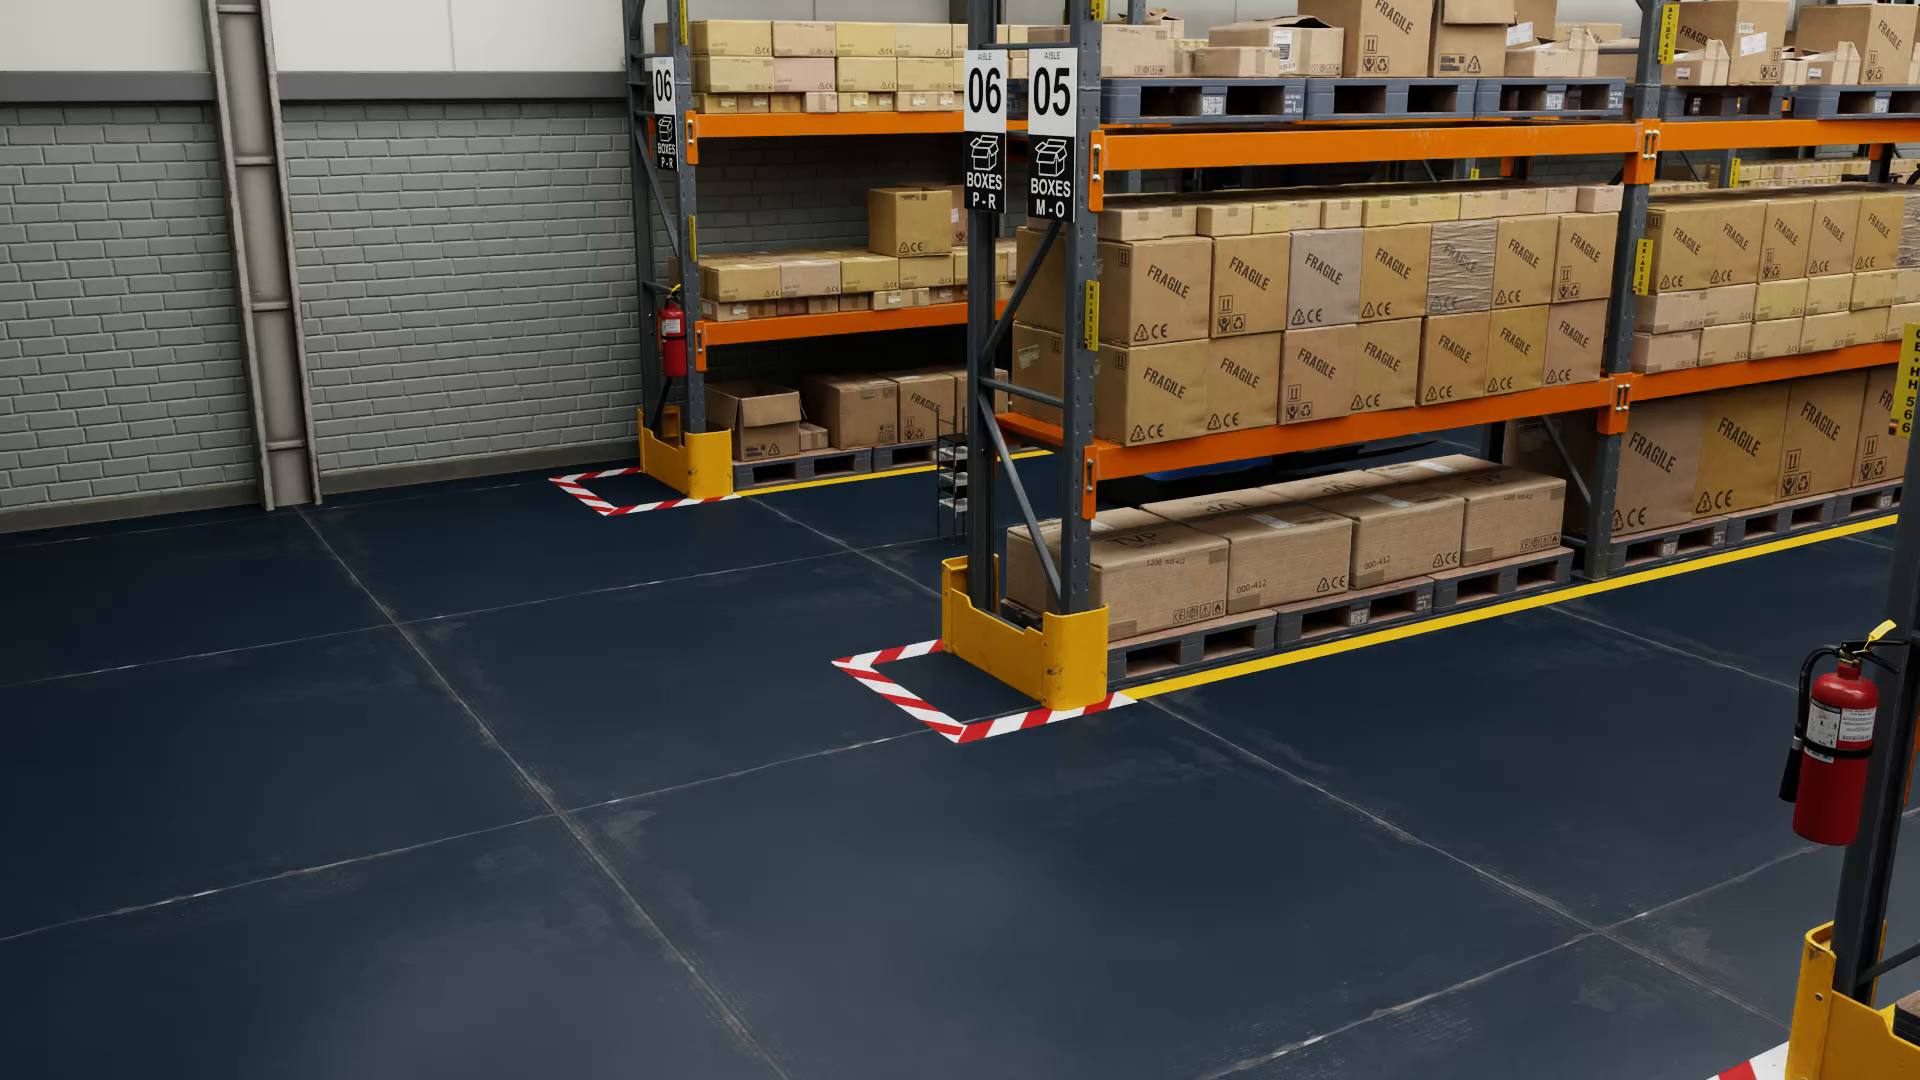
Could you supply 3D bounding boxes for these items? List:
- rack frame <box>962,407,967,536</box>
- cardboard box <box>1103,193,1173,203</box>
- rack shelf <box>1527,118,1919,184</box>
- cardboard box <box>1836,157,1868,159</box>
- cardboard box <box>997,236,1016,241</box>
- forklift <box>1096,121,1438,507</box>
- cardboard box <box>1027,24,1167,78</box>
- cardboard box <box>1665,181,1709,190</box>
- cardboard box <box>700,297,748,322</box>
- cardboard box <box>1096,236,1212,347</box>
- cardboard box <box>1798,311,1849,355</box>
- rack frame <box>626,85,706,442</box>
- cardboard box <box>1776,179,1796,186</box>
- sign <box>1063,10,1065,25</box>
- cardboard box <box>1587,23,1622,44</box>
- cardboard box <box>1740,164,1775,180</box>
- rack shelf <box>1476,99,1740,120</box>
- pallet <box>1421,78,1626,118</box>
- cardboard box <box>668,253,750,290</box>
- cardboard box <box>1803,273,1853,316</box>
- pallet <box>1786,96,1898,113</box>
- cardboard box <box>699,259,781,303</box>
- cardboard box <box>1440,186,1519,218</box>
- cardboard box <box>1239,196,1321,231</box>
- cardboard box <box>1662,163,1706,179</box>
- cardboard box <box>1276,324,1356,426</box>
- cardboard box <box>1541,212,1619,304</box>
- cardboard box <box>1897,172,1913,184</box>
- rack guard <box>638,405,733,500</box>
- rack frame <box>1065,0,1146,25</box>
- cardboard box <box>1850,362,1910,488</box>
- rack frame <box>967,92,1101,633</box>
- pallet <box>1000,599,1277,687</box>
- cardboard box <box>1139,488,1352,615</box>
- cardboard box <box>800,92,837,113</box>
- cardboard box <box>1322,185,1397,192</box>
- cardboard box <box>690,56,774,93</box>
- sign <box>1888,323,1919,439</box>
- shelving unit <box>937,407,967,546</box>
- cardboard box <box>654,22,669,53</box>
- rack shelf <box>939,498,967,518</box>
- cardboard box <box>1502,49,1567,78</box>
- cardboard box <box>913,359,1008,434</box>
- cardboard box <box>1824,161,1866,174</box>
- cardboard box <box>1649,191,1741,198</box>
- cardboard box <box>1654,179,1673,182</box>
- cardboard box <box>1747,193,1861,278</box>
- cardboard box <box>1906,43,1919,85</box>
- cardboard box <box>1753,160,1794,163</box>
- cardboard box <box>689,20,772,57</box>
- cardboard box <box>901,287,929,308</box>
[{"bbox_3d":[0.080,-0.446,11.335,0.006,0.900,0.240,-9,18,-30],"label":"rack frame"},{"bbox_3d":[0.933,-1.775,8.944,0.250,0.149,0.380,-9,18,-30],"label":"cardboard box"},{"bbox_3d":[5.488,-2.672,11.161,4.000,0.370,1.077,-9,18,-30],"label":"rack shelf"},{"bbox_3d":[10.843,-4.596,20.311,0.250,0.149,0.380,-9,18,-28],"label":"cardboard box"},{"bbox_3d":[0.651,-2.509,14.530,0.500,0.250,0.500,-9,18,-30],"label":"cardboard box"},{"bbox_3d":[2.412,-1.861,12.617,3.031,2.935,1.130,-10,18,-31],"label":"forklift"},{"bbox_3d":[0.685,-2.446,8.336,0.500,0.250,0.500,-11,19,-35],"label":"cardboard box"},{"bbox_3d":[7.894,-3.818,18.086,0.250,0.149,0.380,-9,18,-28],"label":"cardboard box"},{"bbox_3d":[-1.791,-1.750,12.559,0.250,0.149,0.380,-9,18,-30],"label":"cardboard box"},{"bbox_3d":[0.903,-1.271,8.348,0.500,0.500,0.500,-10,18,-31],"label":"cardboard box"},{"bbox_3d":[5.611,-1.431,11.237,0.500,0.250,0.500,-10,18,-31],"label":"cardboard box"},{"bbox_3d":[-2.214,-1.888,12.589,0.127,3.000,1.000,-9,18,-30],"label":"rack frame"},{"bbox_3d":[9.161,-3.996,18.722,0.250,0.149,0.380,-9,18,-29],"label":"cardboard box"},{"bbox_3d":[0.926,-4.455,14.501,0.005,0.325,0.100,-9,18,-30],"label":"sign"},{"bbox_3d":[6.262,-4.929,16.730,0.500,0.500,0.500,-9,18,-28],"label":"cardboard box"},{"bbox_3d":[8.890,-4.131,18.650,0.250,0.149,0.380,-10,18,-31],"label":"cardboard box"},{"bbox_3d":[6.358,-4.376,17.240,4.000,0.370,1.077,-9,18,-30],"label":"rack shelf"},{"bbox_3d":[3.067,-2.587,9.687,1.213,0.211,1.003,-9,18,-30],"label":"pallet"},{"bbox_3d":[-1.957,-2.085,13.016,0.500,0.250,0.500,-9,18,-28],"label":"cardboard box"},{"bbox_3d":[5.608,-1.675,11.178,0.500,0.250,0.500,-10,18,-31],"label":"cardboard box"},{"bbox_3d":[6.678,-3.104,11.718,1.003,0.211,1.213,-8,18,-27],"label":"pallet"},{"bbox_3d":[-1.687,-1.960,12.572,0.500,0.250,0.500,-9,18,-29],"label":"cardboard box"},{"bbox_3d":[2.965,-1.939,9.529,0.250,0.149,0.380,-9,18,-30],"label":"cardboard box"},{"bbox_3d":[1.676,-1.720,8.747,0.250,0.149,0.380,-9,18,-29],"label":"cardboard box"},{"bbox_3d":[8.190,-4.174,18.806,0.250,0.149,0.380,-9,18,-30],"label":"cardboard box"},{"bbox_3d":[1.769,-0.932,8.993,0.500,0.500,0.500,-9,18,-30],"label":"cardboard box"},{"bbox_3d":[3.512,-1.697,9.867,0.500,0.500,0.500,-9,18,-30],"label":"cardboard box"},{"bbox_3d":[11.144,-4.317,19.868,0.250,0.149,0.380,-9,18,-29],"label":"cardboard box"},{"bbox_3d":[-2.149,-0.695,12.964,0.348,0.500,1.175,-9,18,-30],"label":"rack guard"},{"bbox_3d":[1.215,-5.333,13.763,0.127,3.000,1.000,-9,18,-30],"label":"rack frame"},{"bbox_3d":[6.568,-0.955,12.417,0.875,0.875,0.875,-9,18,-30],"label":"cardboard box"},{"bbox_3d":[0.345,-0.740,8.494,0.127,3.000,1.000,-9,18,-30],"label":"rack frame"},{"bbox_3d":[0.990,0.473,9.331,1.213,0.211,1.003,-9,18,-30],"label":"pallet"},{"bbox_3d":[1.640,0.047,9.653,0.875,0.438,0.875,-9,18,-28],"label":"cardboard box"},{"bbox_3d":[-1.115,-3.287,12.487,0.250,0.149,0.380,-9,18,-29],"label":"cardboard box"},{"bbox_3d":[2.301,-1.965,9.624,0.250,0.149,0.380,-9,18,-30],"label":"cardboard box"},{"bbox_3d":[-1.693,-3.402,12.158,0.500,0.250,0.500,-9,18,-30],"label":"cardboard box"},{"bbox_3d":[2.713,-0.450,4.727,0.005,0.325,0.100,-9,18,-30],"label":"sign"},{"bbox_3d":[-0.007,-0.432,11.284,0.210,0.900,0.258,-9,18,-30],"label":"shelving unit"},{"bbox_3d":[-1.977,-3.771,12.547,0.500,0.250,0.500,-10,18,-31],"label":"cardboard box"},{"bbox_3d":[-0.007,-0.227,11.342,0.200,0.077,0.258,-9,18,-30],"label":"rack shelf"},{"bbox_3d":[3.165,-2.671,9.324,0.250,0.149,0.380,-9,18,-28],"label":"cardboard box"},{"bbox_3d":[0.001,-1.204,14.001,0.500,0.500,0.700,-10,19,-32],"label":"cardboard box"},{"bbox_3d":[10.260,-4.317,19.315,0.250,0.149,0.380,-9,18,-29],"label":"cardboard box"},{"bbox_3d":[4.912,-2.086,11.256,0.500,0.500,0.500,-9,18,-28],"label":"cardboard box"},{"bbox_3d":[7.660,-3.918,18.441,0.250,0.149,0.380,-10,18,-31],"label":"cardboard box"},{"bbox_3d":[5.592,-2.040,11.093,0.500,0.500,0.500,-10,18,-31],"label":"cardboard box"},{"bbox_3d":[6.202,-3.162,11.046,0.258,0.266,0.396,-10,18,-31],"label":"cardboard box"},{"bbox_3d":[9.538,-4.373,19.514,0.250,0.149,0.380,-9,18,-28],"label":"cardboard box"},{"bbox_3d":[-1.705,-3.648,12.109,0.500,0.250,0.500,-9,18,-30],"label":"cardboard box"},{"bbox_3d":[-0.446,-1.958,13.304,0.250,0.149,0.380,-9,18,-28],"label":"cardboard box"}]
